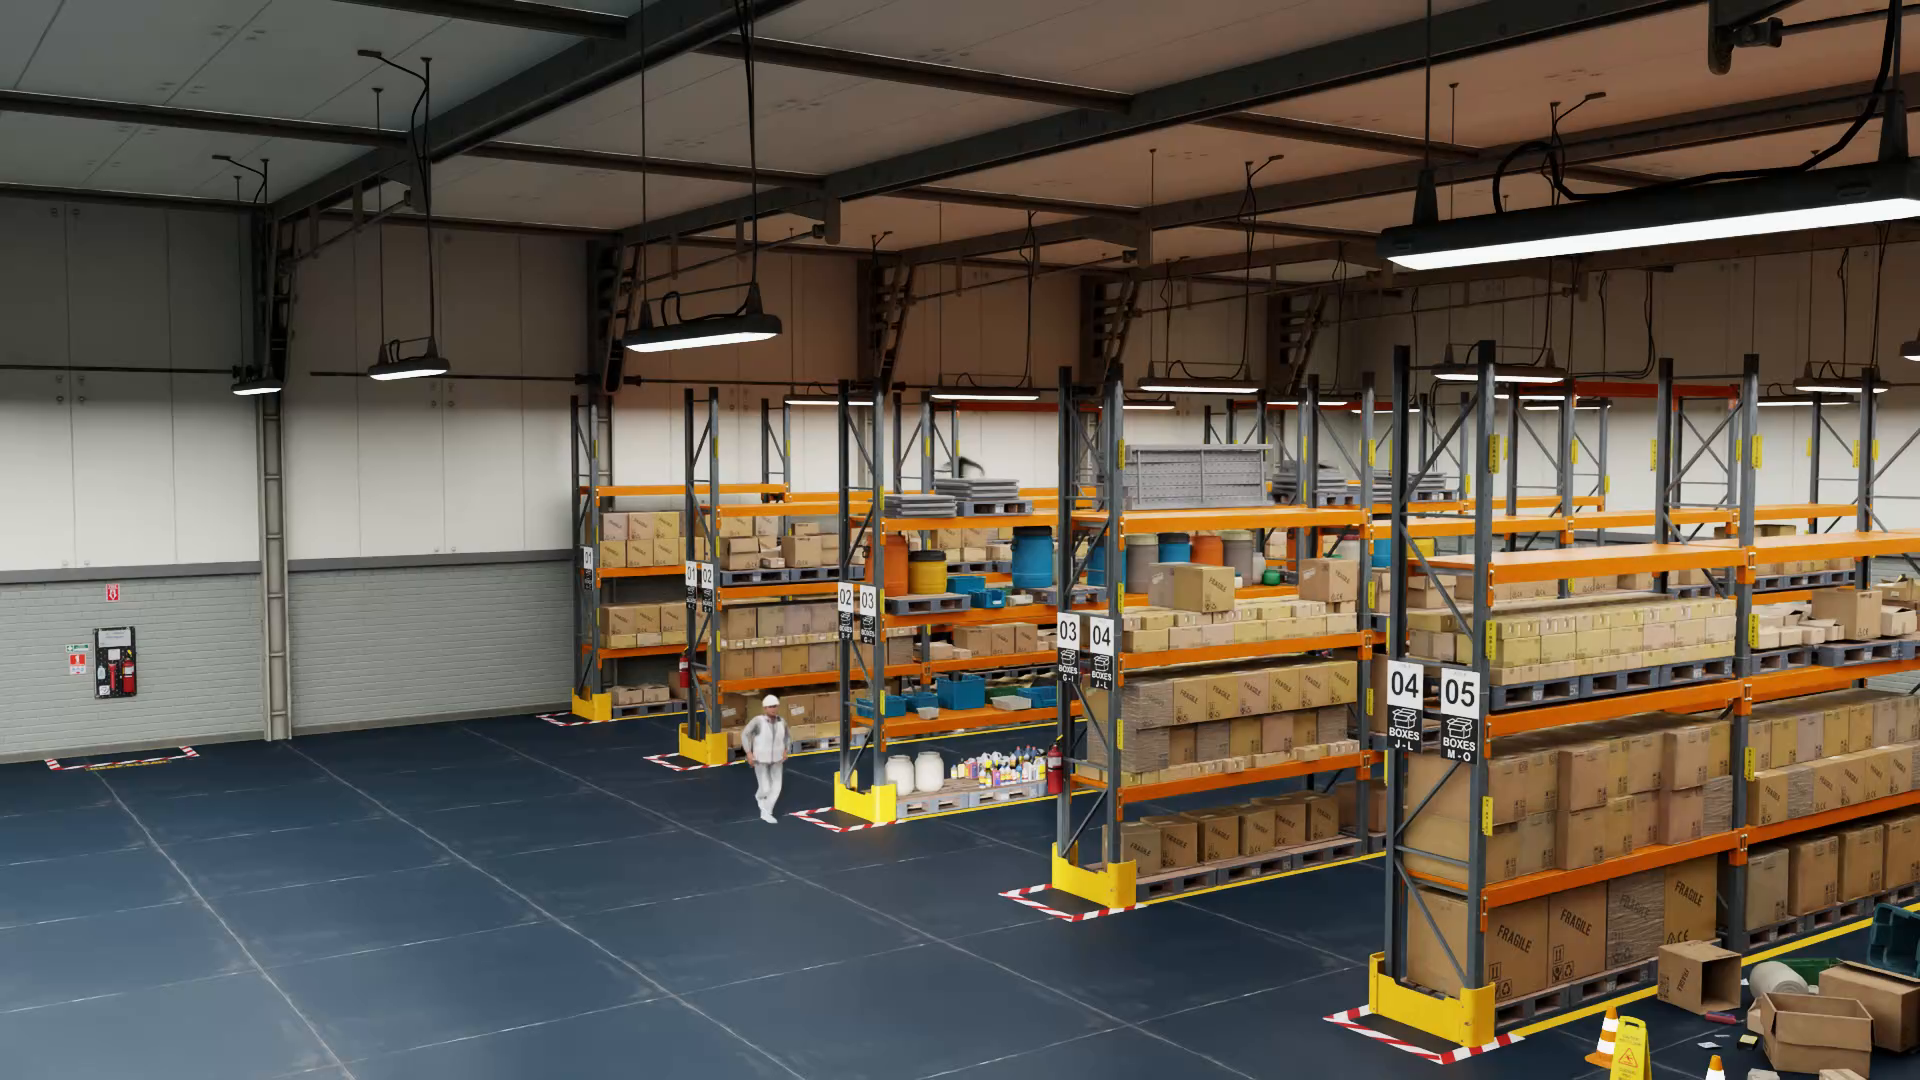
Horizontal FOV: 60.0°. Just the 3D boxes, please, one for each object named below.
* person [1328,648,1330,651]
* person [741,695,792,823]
[{"bbox_3d":[6.860,2.490,30.250,0.725,1.748,0.614,-3,4,-40],"label":"person"},{"bbox_3d":[-2.617,2.955,22.542,0.721,1.739,0.551,-2,4,-24],"label":"person"}]
